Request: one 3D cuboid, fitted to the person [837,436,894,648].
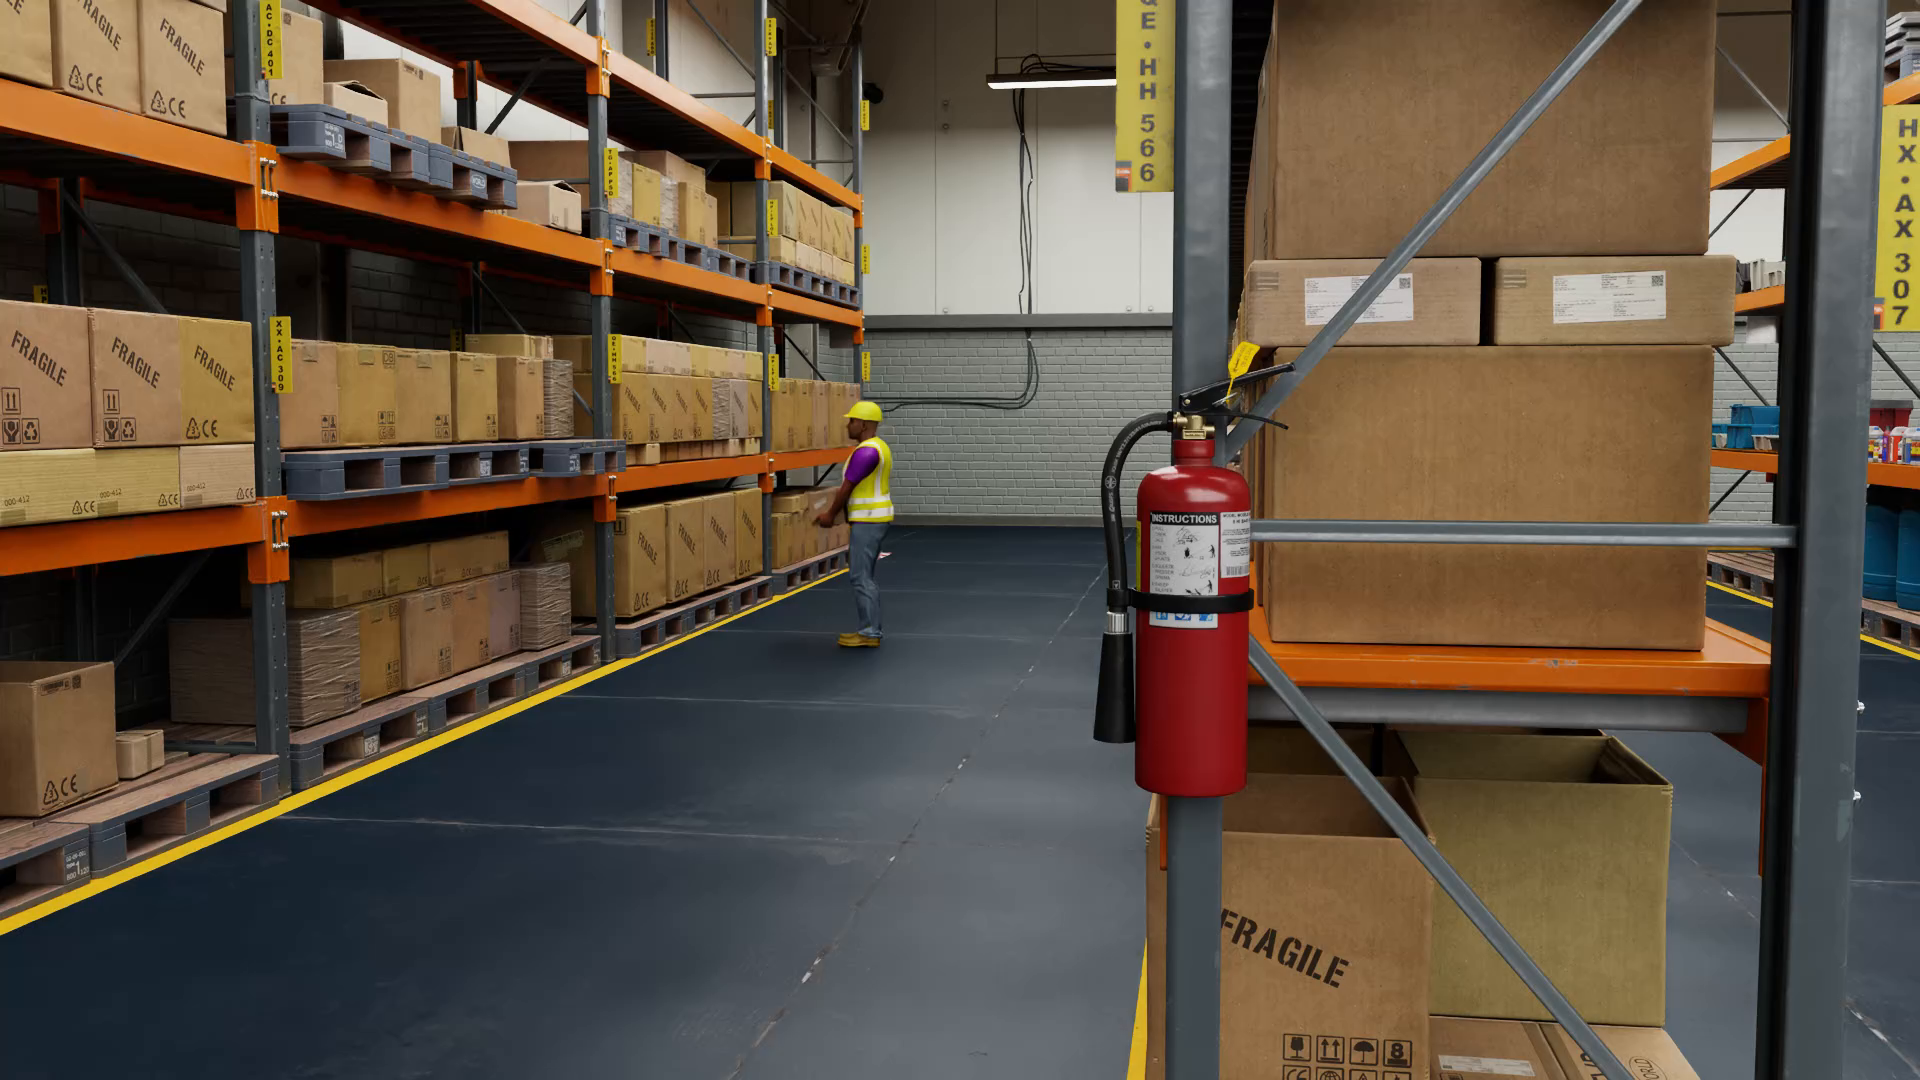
[{"bbox_3d":[7.256,-0.381,6.161,17.768,3.195,9.829,1,4,8],"label":"person"}]
